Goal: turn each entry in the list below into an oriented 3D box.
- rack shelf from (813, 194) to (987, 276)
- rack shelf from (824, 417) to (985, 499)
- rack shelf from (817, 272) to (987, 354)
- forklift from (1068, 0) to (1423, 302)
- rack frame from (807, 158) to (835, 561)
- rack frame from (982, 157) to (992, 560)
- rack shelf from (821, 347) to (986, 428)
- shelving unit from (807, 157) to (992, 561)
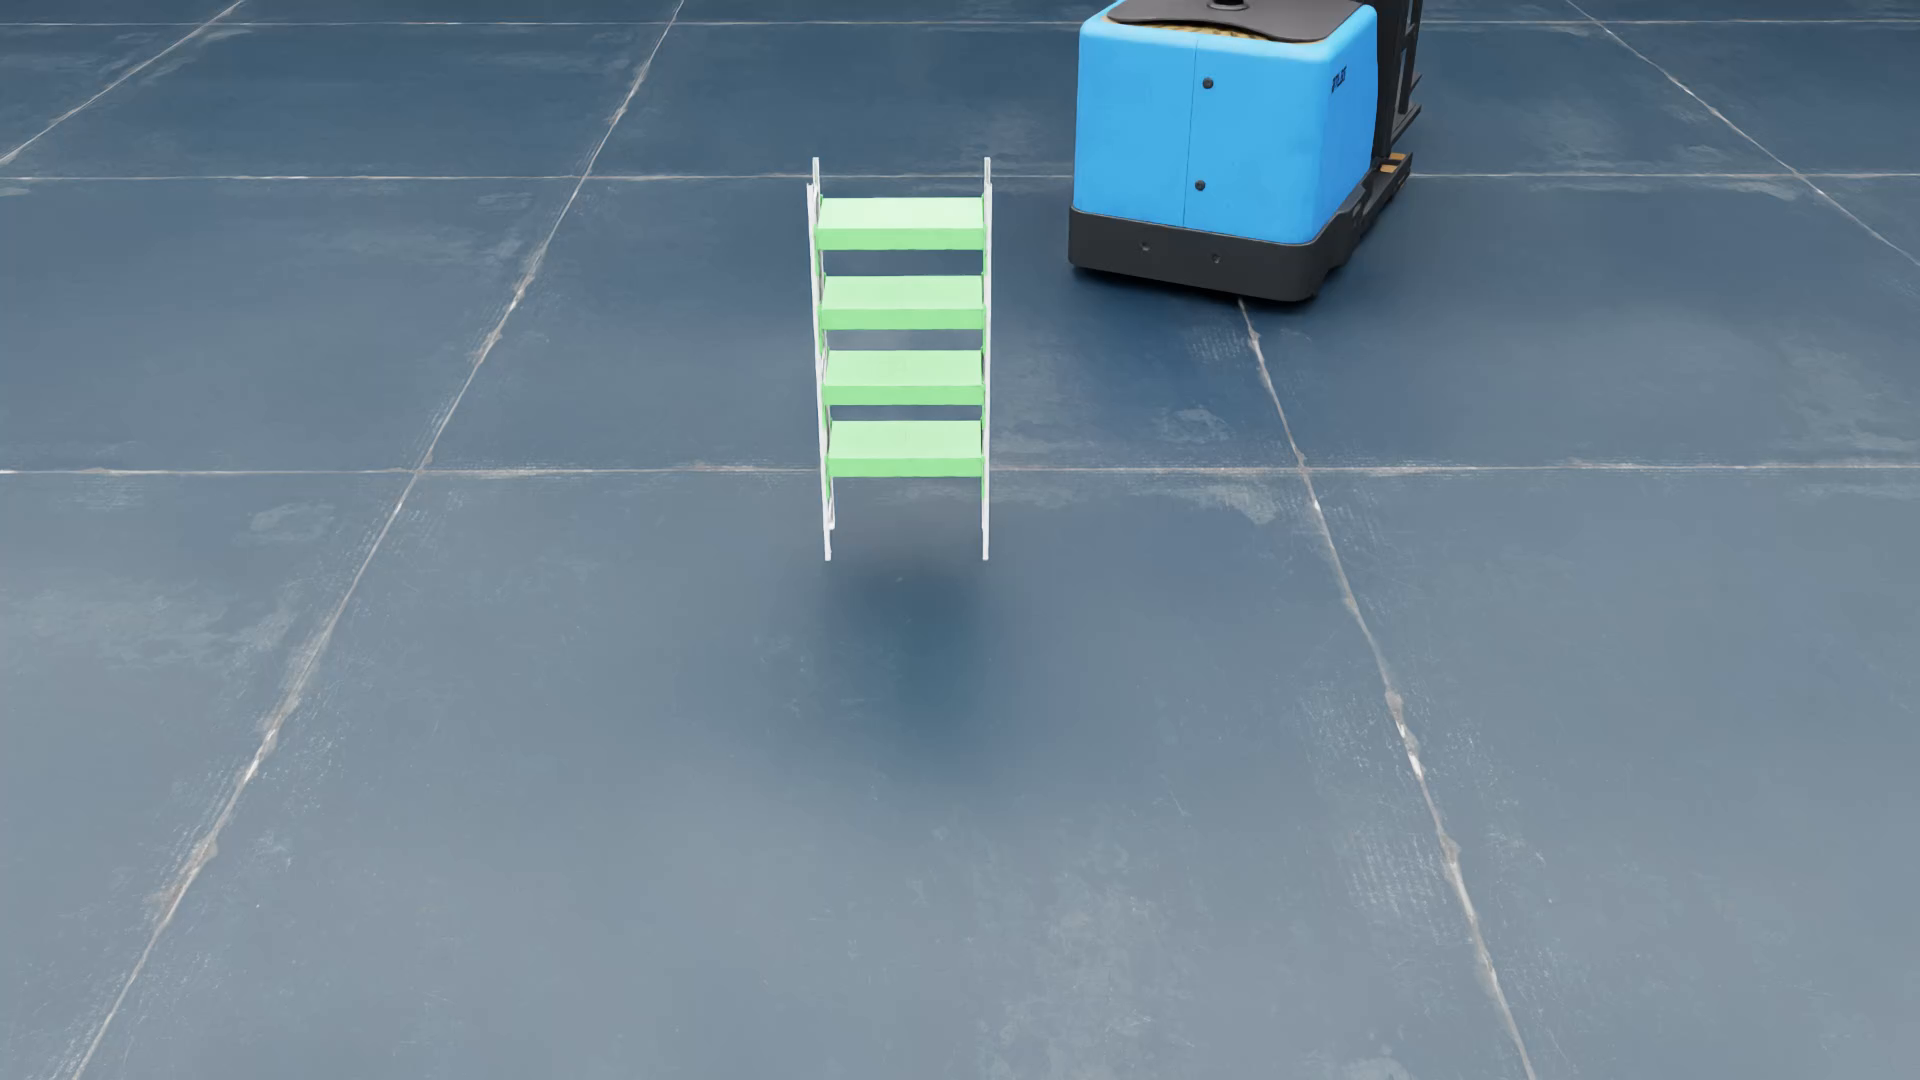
[{"bbox_3d":[-0.166,-0.868,4.722,0.480,0.148,0.258,0,31,0],"label":"rack shelf"},{"bbox_3d":[-0.166,-0.253,5.096,0.480,0.148,0.258,0,31,0],"label":"rack shelf"},{"bbox_3d":[-0.166,-0.663,4.847,0.480,0.148,0.258,0,31,0],"label":"rack shelf"},{"bbox_3d":[1.543,-2.958,7.299,1.130,2.935,3.031,14,34,21],"label":"forklift"},{"bbox_3d":[-0.410,-0.512,4.937,0.015,1.200,0.240,0,31,0],"label":"rack frame"},{"bbox_3d":[0.078,-0.513,4.939,0.015,1.200,0.240,0,31,0],"label":"rack frame"},{"bbox_3d":[-0.166,-0.458,4.971,0.480,0.148,0.258,0,31,0],"label":"rack shelf"},{"bbox_3d":[-0.166,-0.512,4.938,0.503,1.200,0.258,0,31,0],"label":"shelving unit"}]
